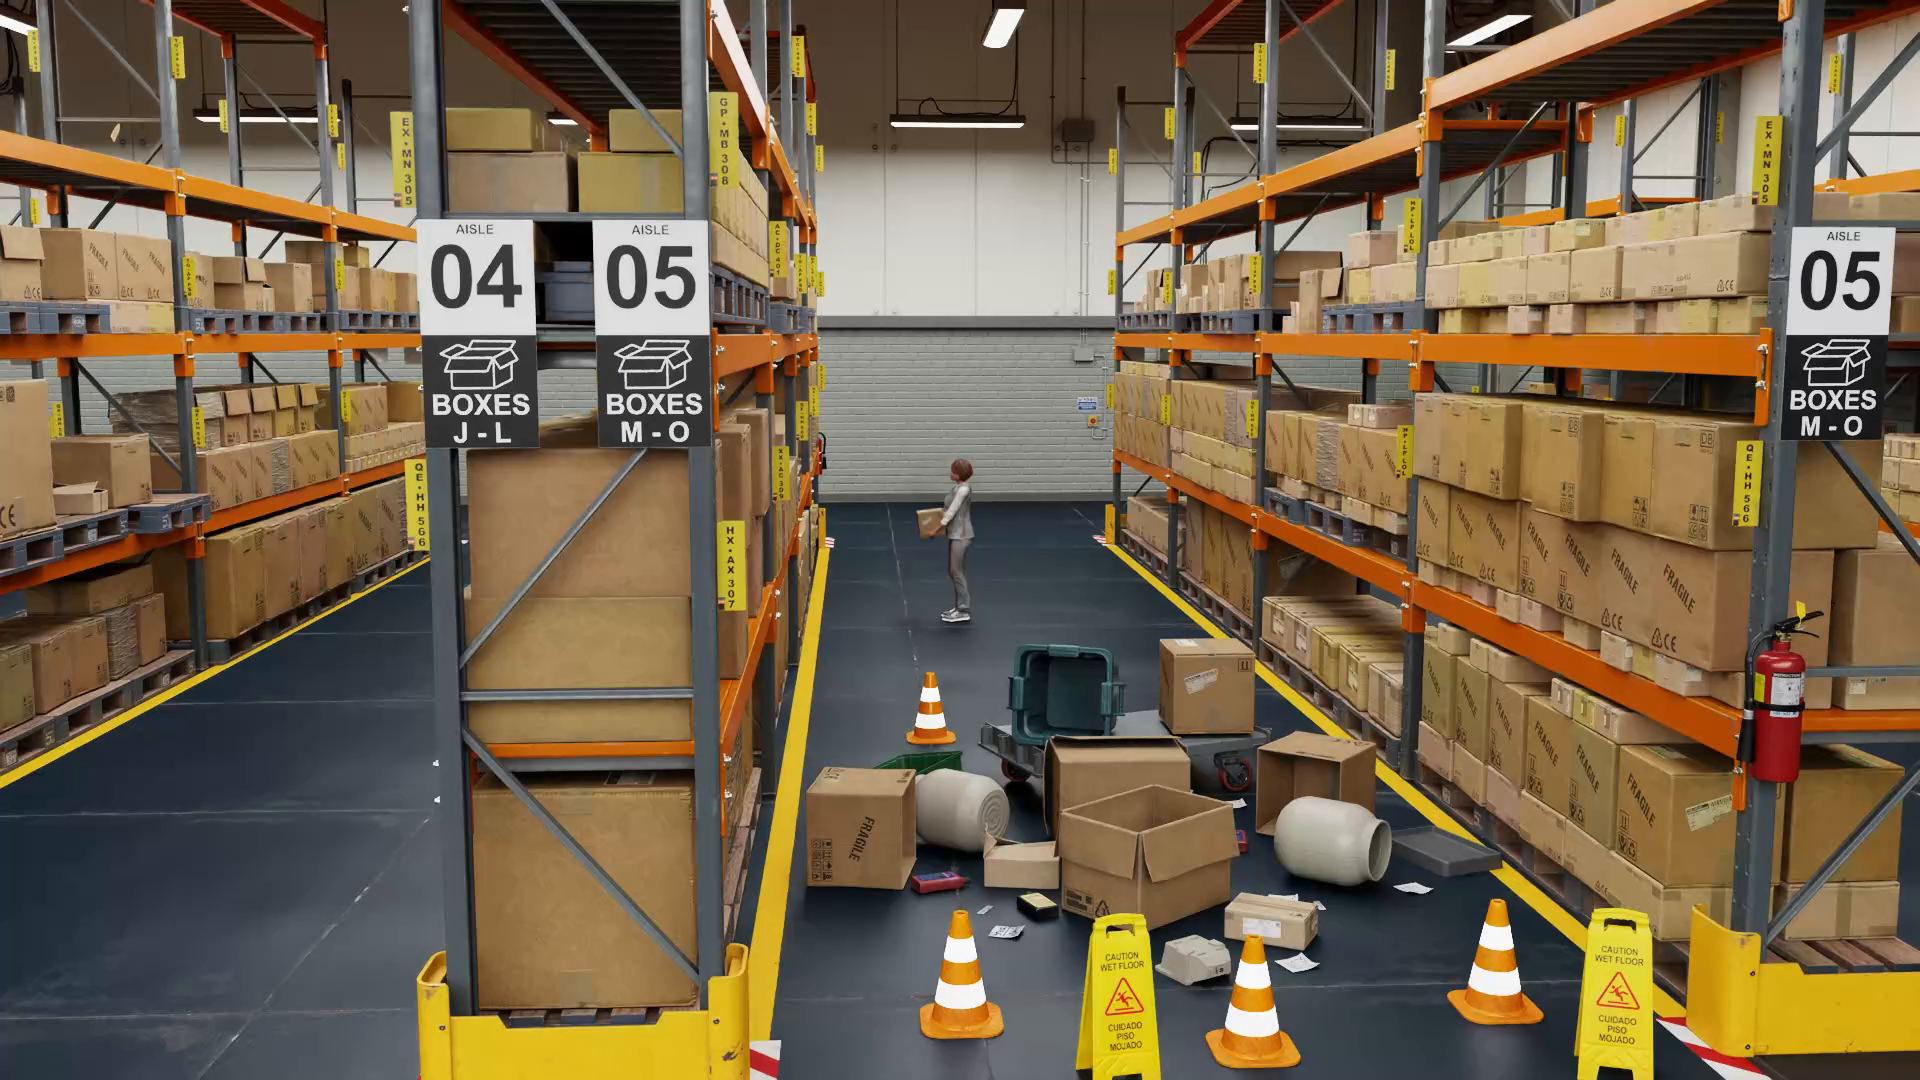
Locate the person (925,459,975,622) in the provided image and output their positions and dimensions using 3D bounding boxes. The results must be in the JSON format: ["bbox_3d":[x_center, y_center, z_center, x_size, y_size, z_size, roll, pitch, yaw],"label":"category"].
[{"bbox_3d":[-0.104,-0.003,16.341,0.496,1.597,0.397,0,7,-3],"label":"person"}]
